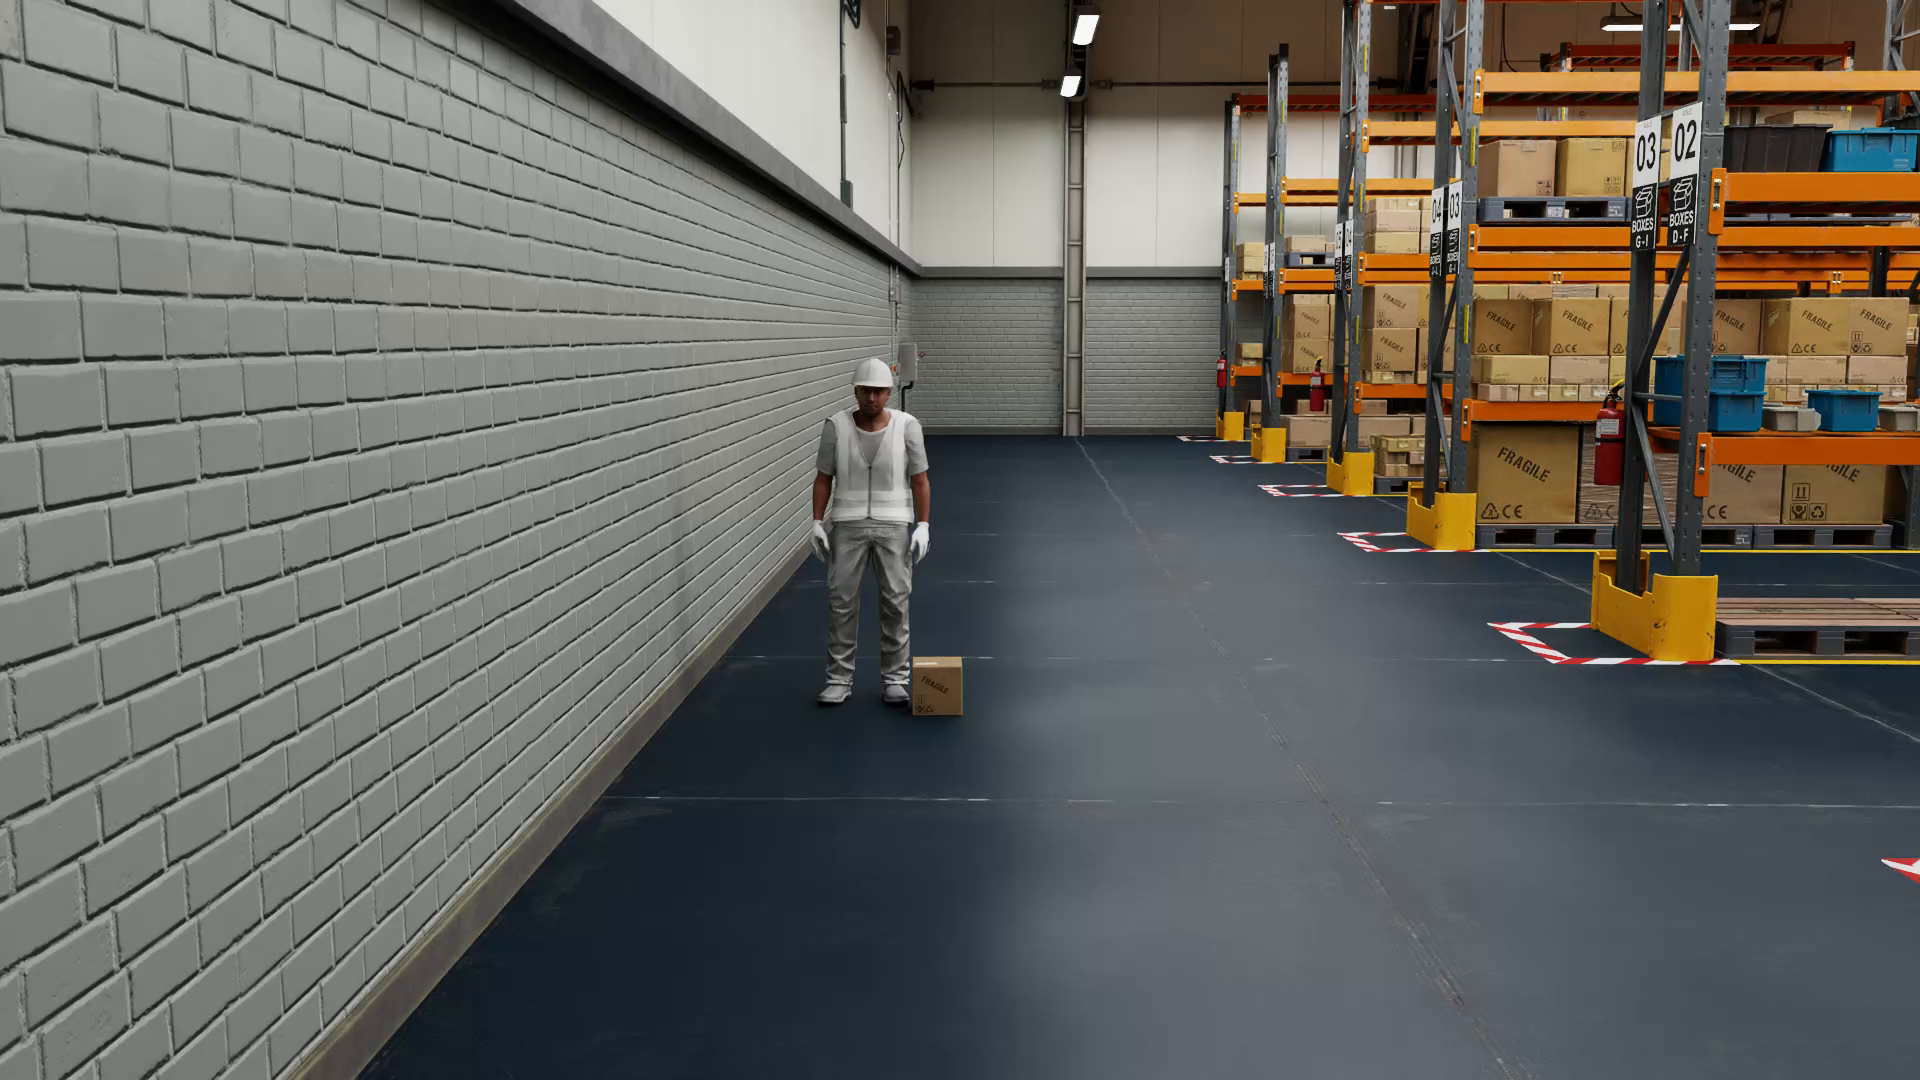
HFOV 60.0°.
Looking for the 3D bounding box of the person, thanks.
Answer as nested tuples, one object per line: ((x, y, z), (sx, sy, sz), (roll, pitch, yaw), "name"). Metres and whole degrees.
((-0.463, -0.044, 8.567), (0.617, 1.774, 0.450), (0, 7, 1), "person")
